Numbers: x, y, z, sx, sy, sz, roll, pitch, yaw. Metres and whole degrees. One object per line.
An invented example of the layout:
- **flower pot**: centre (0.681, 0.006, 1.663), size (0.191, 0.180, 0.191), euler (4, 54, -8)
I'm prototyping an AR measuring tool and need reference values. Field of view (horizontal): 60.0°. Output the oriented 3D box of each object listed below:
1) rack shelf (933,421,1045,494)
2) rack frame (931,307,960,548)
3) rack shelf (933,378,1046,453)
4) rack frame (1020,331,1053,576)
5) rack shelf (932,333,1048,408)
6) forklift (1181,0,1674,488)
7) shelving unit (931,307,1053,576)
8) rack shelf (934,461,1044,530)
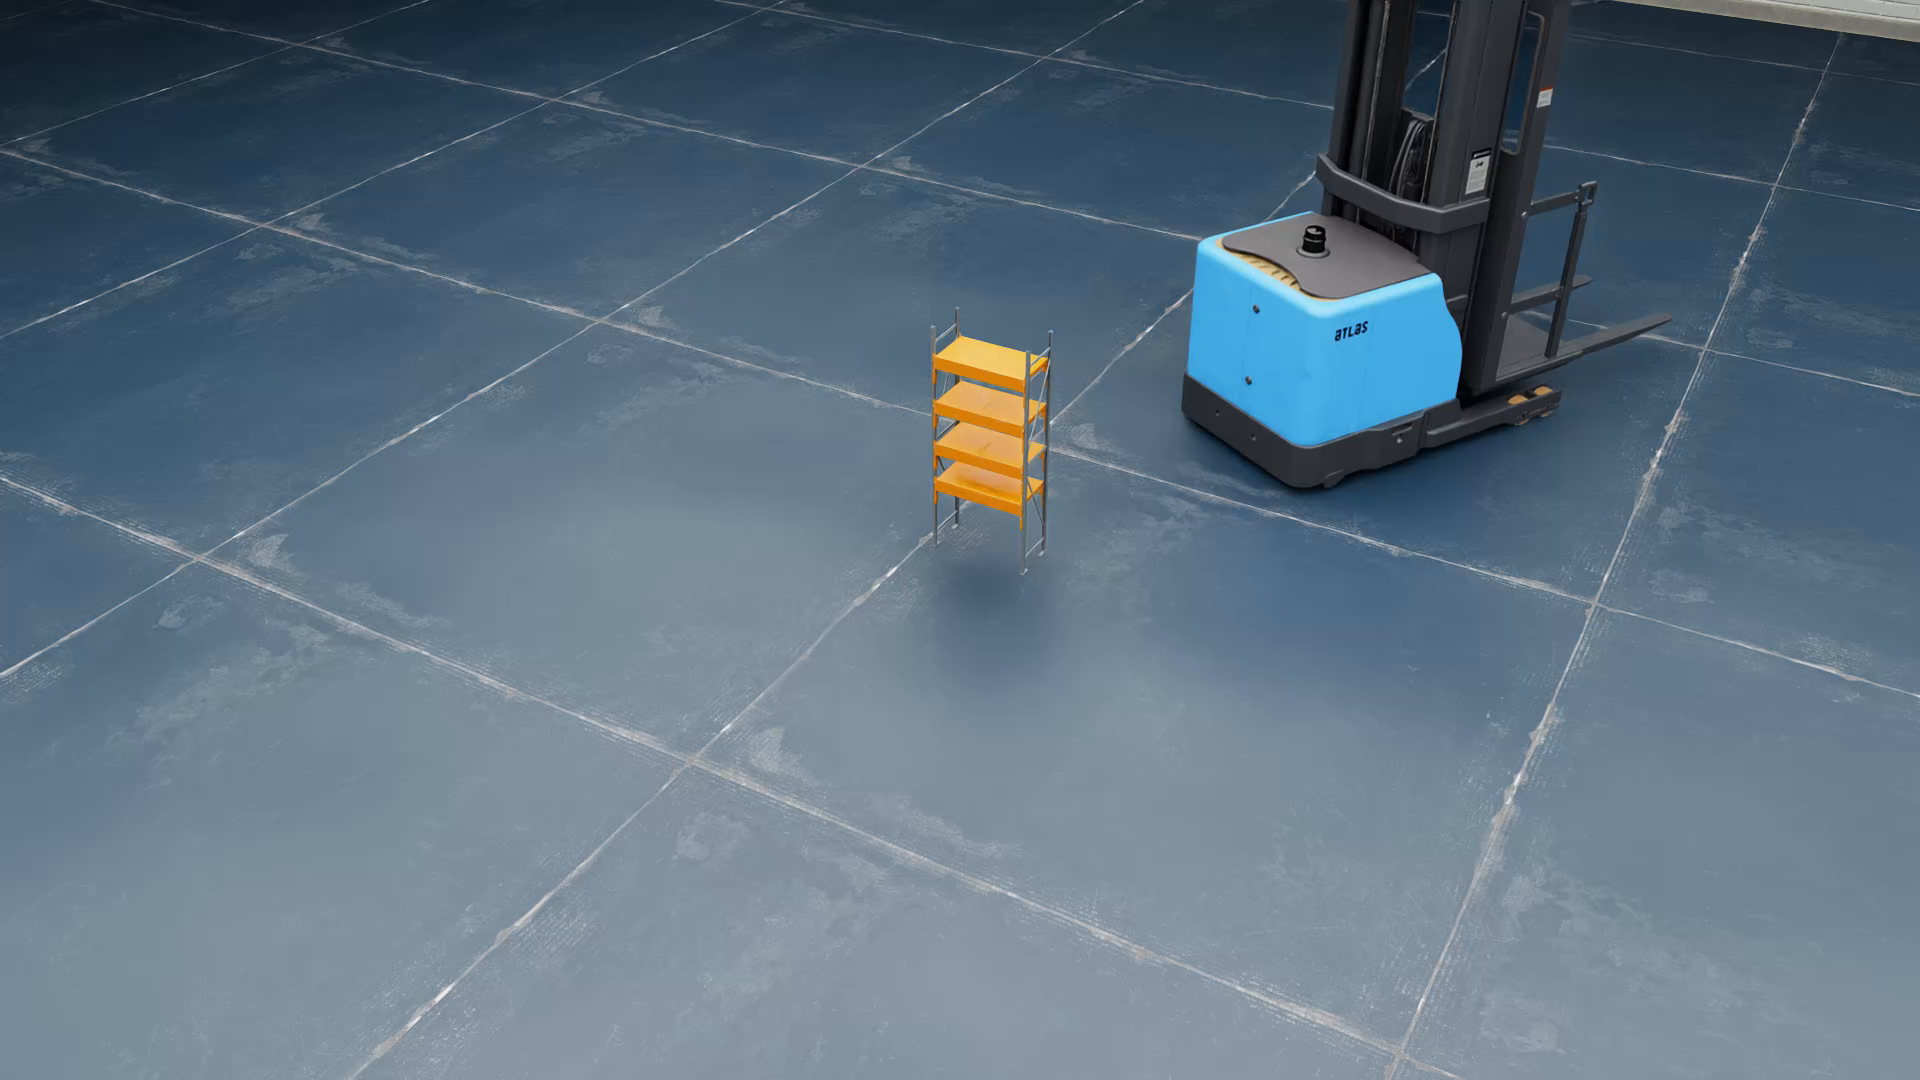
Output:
- **rack shelf**: centre (0.144, -0.398, 7.886), size (0.480, 0.148, 0.258), euler (18, 37, 24)
- **rack frame**: centre (-0.068, -0.521, 7.950), size (0.015, 1.200, 0.240), euler (18, 37, 24)
- **rack shelf**: centre (0.144, -0.584, 7.762), size (0.480, 0.148, 0.258), euler (18, 37, 24)
- **rack frame**: centre (0.356, -0.387, 7.748), size (0.015, 1.200, 0.240), euler (18, 37, 24)
- **rack shelf**: centre (0.144, -0.781, 7.631), size (0.480, 0.148, 0.258), euler (18, 37, 24)
- **forklift**: centre (2.753, -2.084, 8.735), size (3.031, 2.935, 1.130), euler (-18, 38, -25)
- **shelving unit**: centre (0.144, -0.454, 7.849), size (0.503, 1.200, 0.258), euler (18, 37, 24)
- **rack shelf**: centre (0.144, -0.233, 7.996), size (0.480, 0.148, 0.258), euler (18, 37, 24)
